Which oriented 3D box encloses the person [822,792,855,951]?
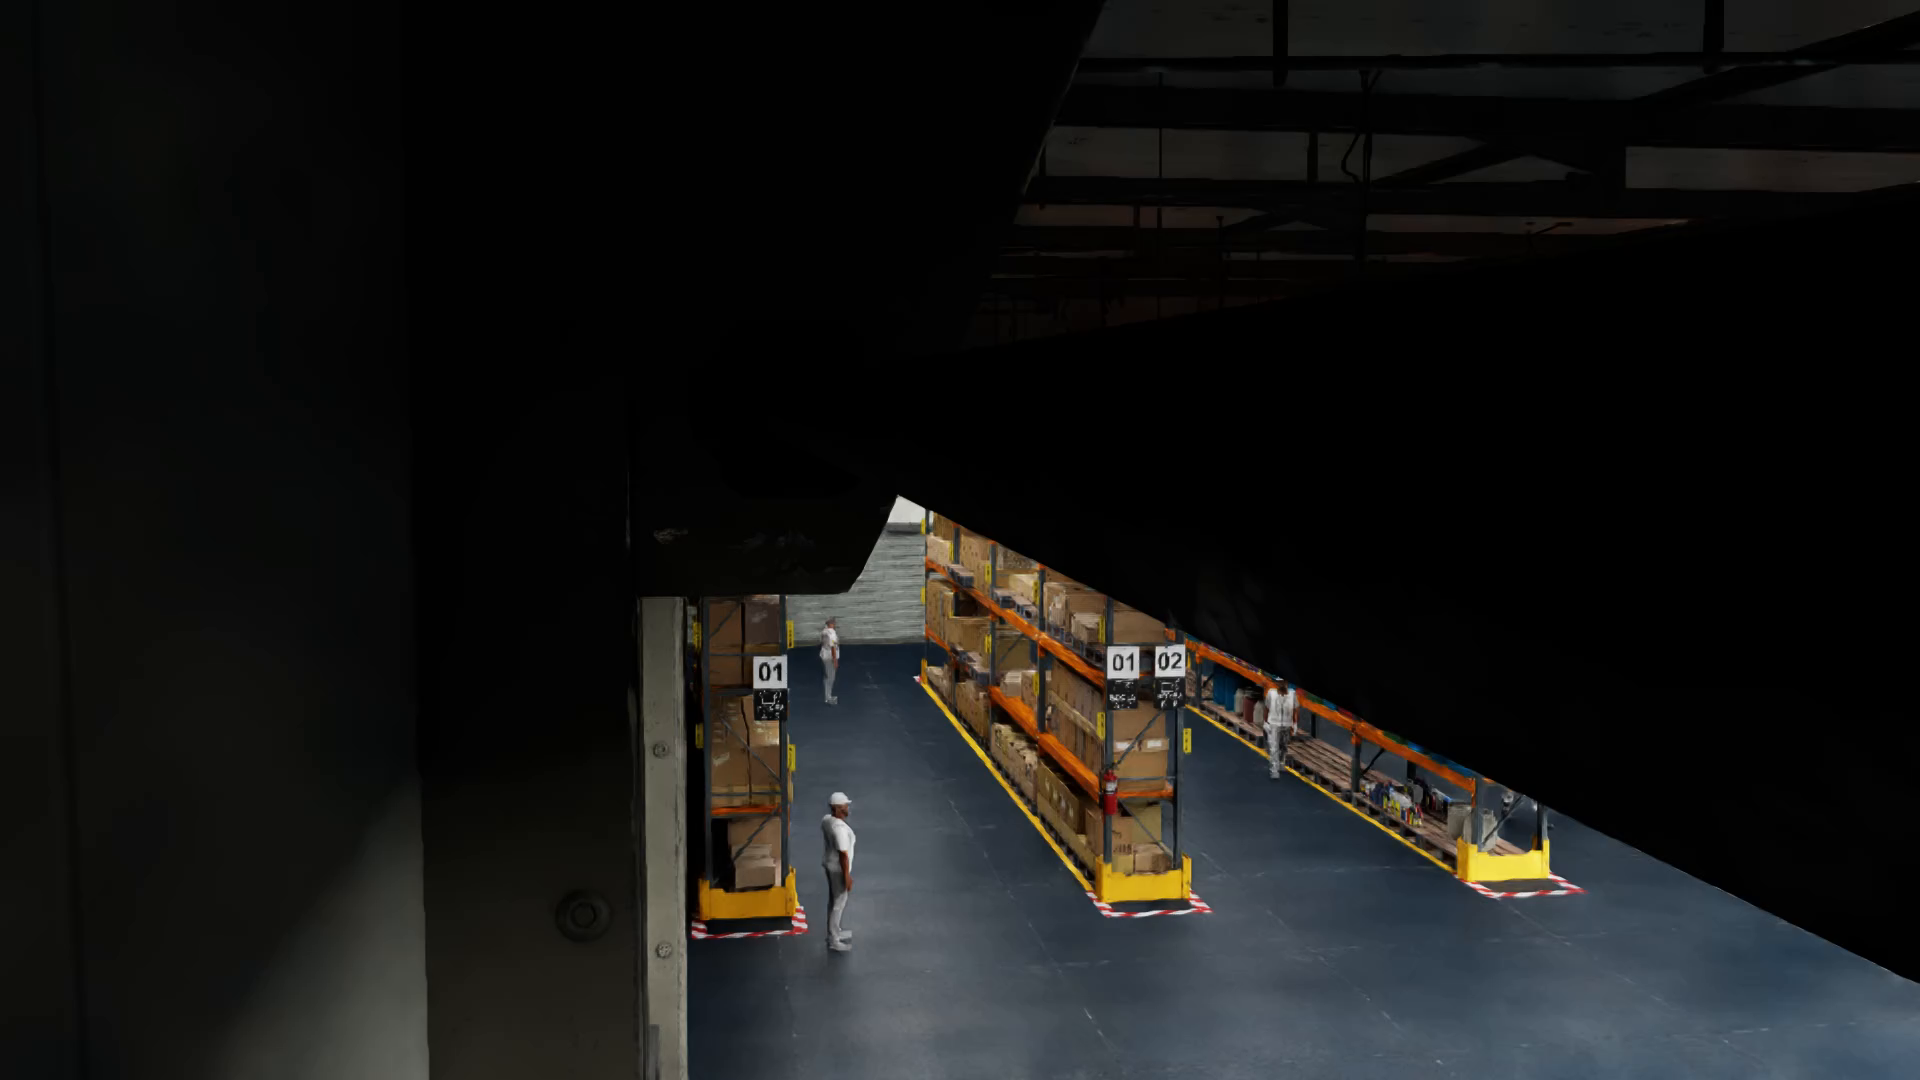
[{"bbox_3d":[-1.375,3.755,19.044,0.390,1.766,0.669,-2,5,-20],"label":"person"}]

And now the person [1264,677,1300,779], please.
[{"bbox_3d":[5.321,3.043,27.477,0.552,1.724,1.036,0,5,0],"label":"person"}]

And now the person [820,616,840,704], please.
[{"bbox_3d":[-2.653,2.444,34.104,0.404,1.765,0.619,-2,5,-22],"label":"person"}]

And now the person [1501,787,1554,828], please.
[{"bbox_3d":[8.280,3.320,24.365,0.553,1.709,1.123,-1,5,-7],"label":"person"}]
